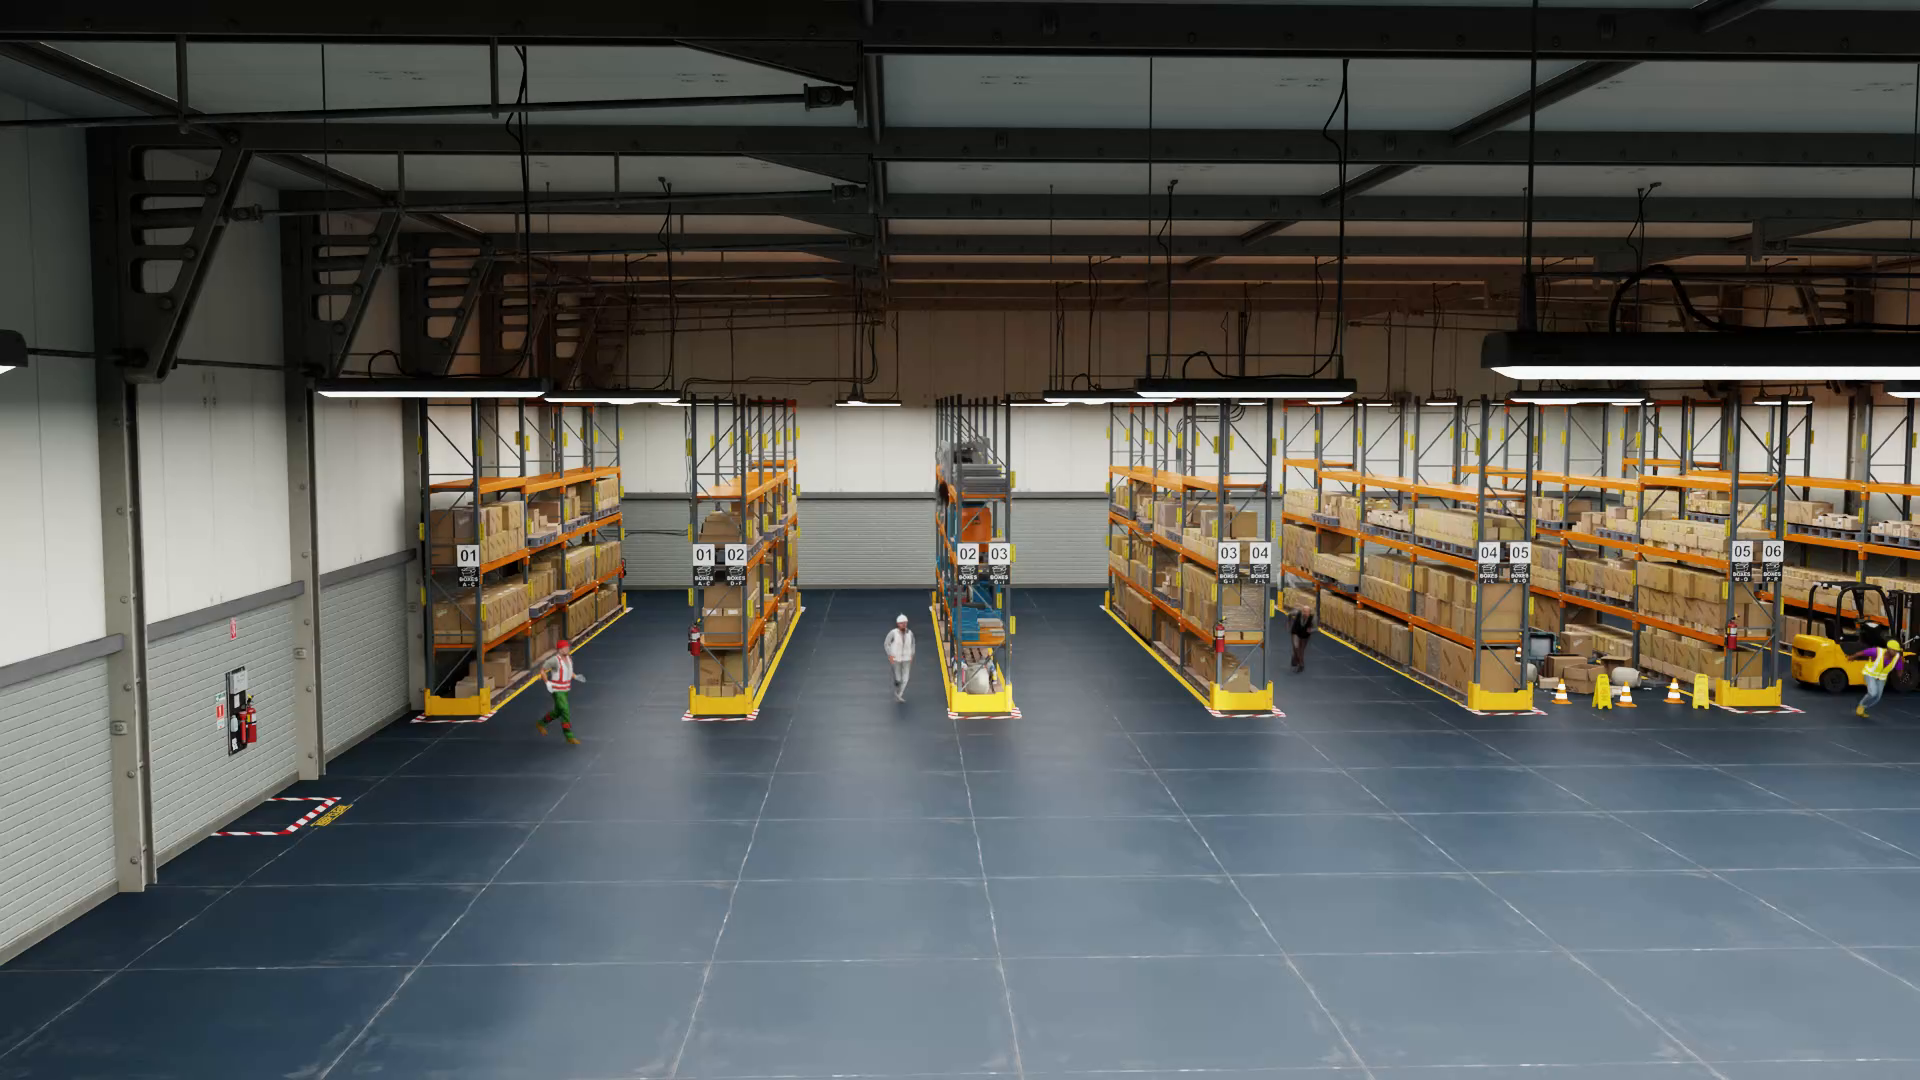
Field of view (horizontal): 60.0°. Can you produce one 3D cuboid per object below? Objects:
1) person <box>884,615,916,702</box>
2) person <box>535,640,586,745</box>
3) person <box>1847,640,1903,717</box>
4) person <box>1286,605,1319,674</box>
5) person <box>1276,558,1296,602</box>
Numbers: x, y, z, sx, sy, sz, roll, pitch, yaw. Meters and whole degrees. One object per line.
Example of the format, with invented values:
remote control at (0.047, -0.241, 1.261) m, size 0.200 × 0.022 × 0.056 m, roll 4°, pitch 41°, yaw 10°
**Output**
person at (-1.172, 2.312, 32.561) m, size 0.657 × 1.714 × 0.525 m, roll -1°, pitch 5°, yaw -16°
person at (-6.898, 2.589, 28.490) m, size 0.998 × 1.779 × 0.622 m, roll 2°, pitch 5°, yaw 22°
person at (16.869, 2.550, 30.524) m, size 0.681 × 1.512 × 1.027 m, roll 0°, pitch 4°, yaw -2°
person at (7.462, 2.132, 36.311) m, size 0.639 × 1.507 × 1.153 m, roll 0°, pitch 5°, yaw 3°
person at (9.759, 0.914, 49.673) m, size 0.649 × 1.845 × 0.790 m, roll 4°, pitch 6°, yaw 45°
